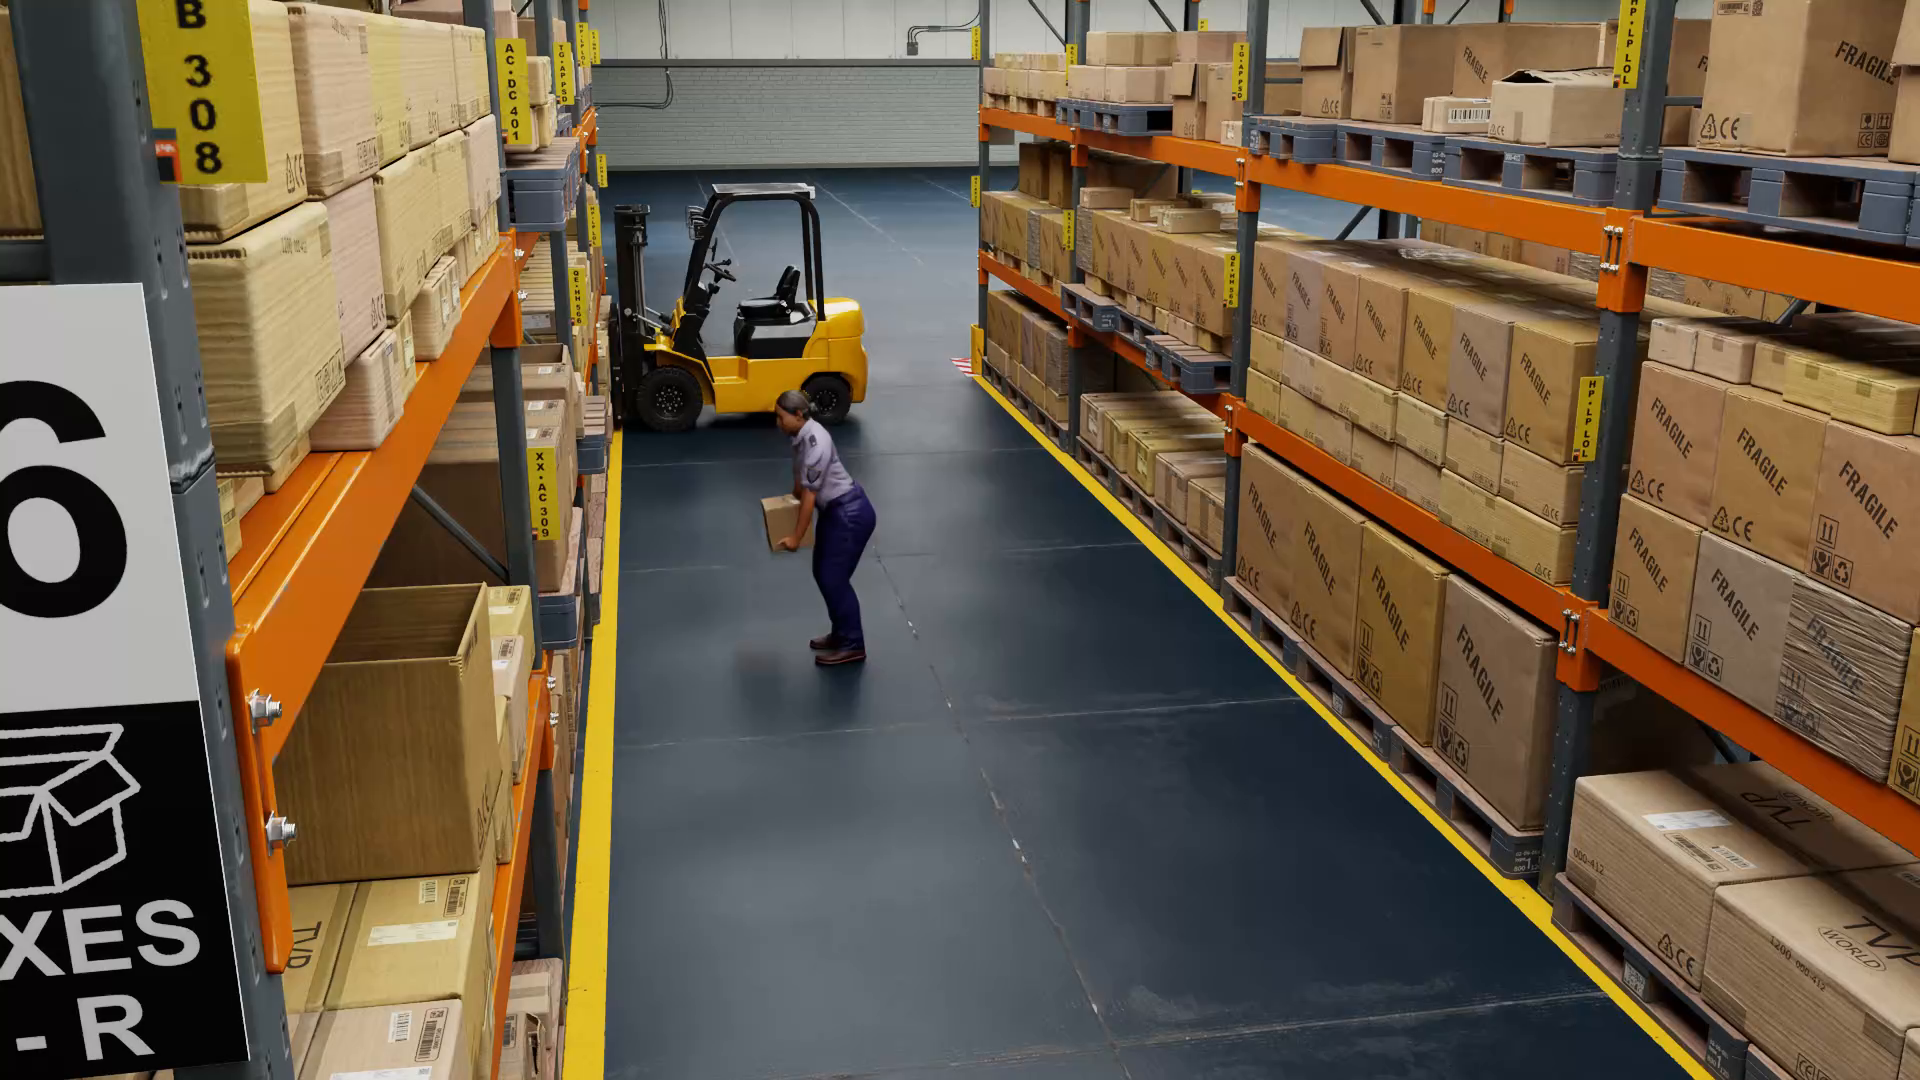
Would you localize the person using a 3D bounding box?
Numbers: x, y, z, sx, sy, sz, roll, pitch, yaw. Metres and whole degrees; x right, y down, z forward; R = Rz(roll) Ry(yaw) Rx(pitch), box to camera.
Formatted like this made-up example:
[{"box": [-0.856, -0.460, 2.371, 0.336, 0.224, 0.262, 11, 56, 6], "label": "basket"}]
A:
[{"box": [-0.776, -0.086, 9.488, 0.577, 1.582, 0.438, -3, 17, -11], "label": "person"}]
